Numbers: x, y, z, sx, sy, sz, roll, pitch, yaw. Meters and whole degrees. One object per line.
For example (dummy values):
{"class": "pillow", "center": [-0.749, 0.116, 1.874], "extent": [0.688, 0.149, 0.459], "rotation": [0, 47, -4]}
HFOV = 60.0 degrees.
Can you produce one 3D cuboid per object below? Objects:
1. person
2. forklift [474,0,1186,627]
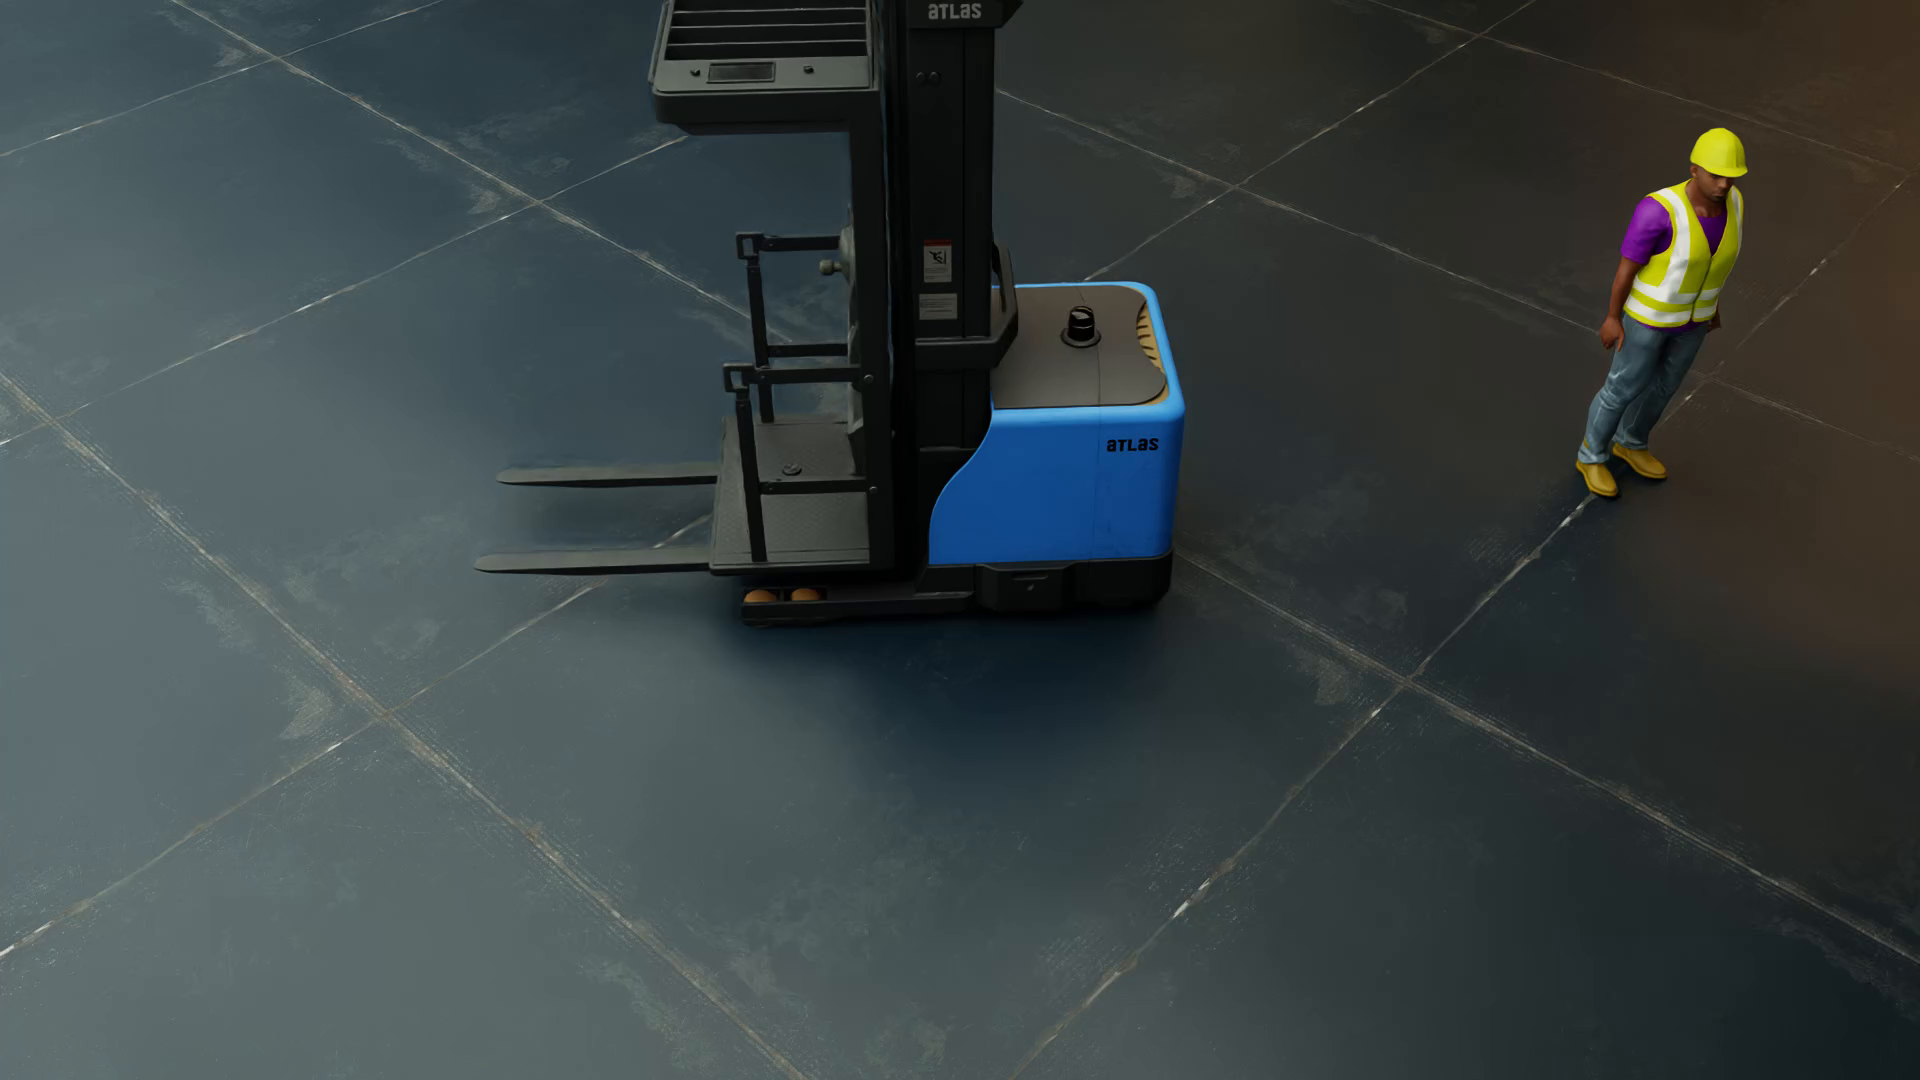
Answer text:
{"class": "person", "center": [3.198, -1.011, 7.503], "extent": [0.614, 1.771, 0.387], "rotation": [-13, 42, -14]}
{"class": "forklift", "center": [-0.610, -1.088, 6.696], "extent": [3.031, 2.935, 1.130], "rotation": [-2, 41, -2]}
